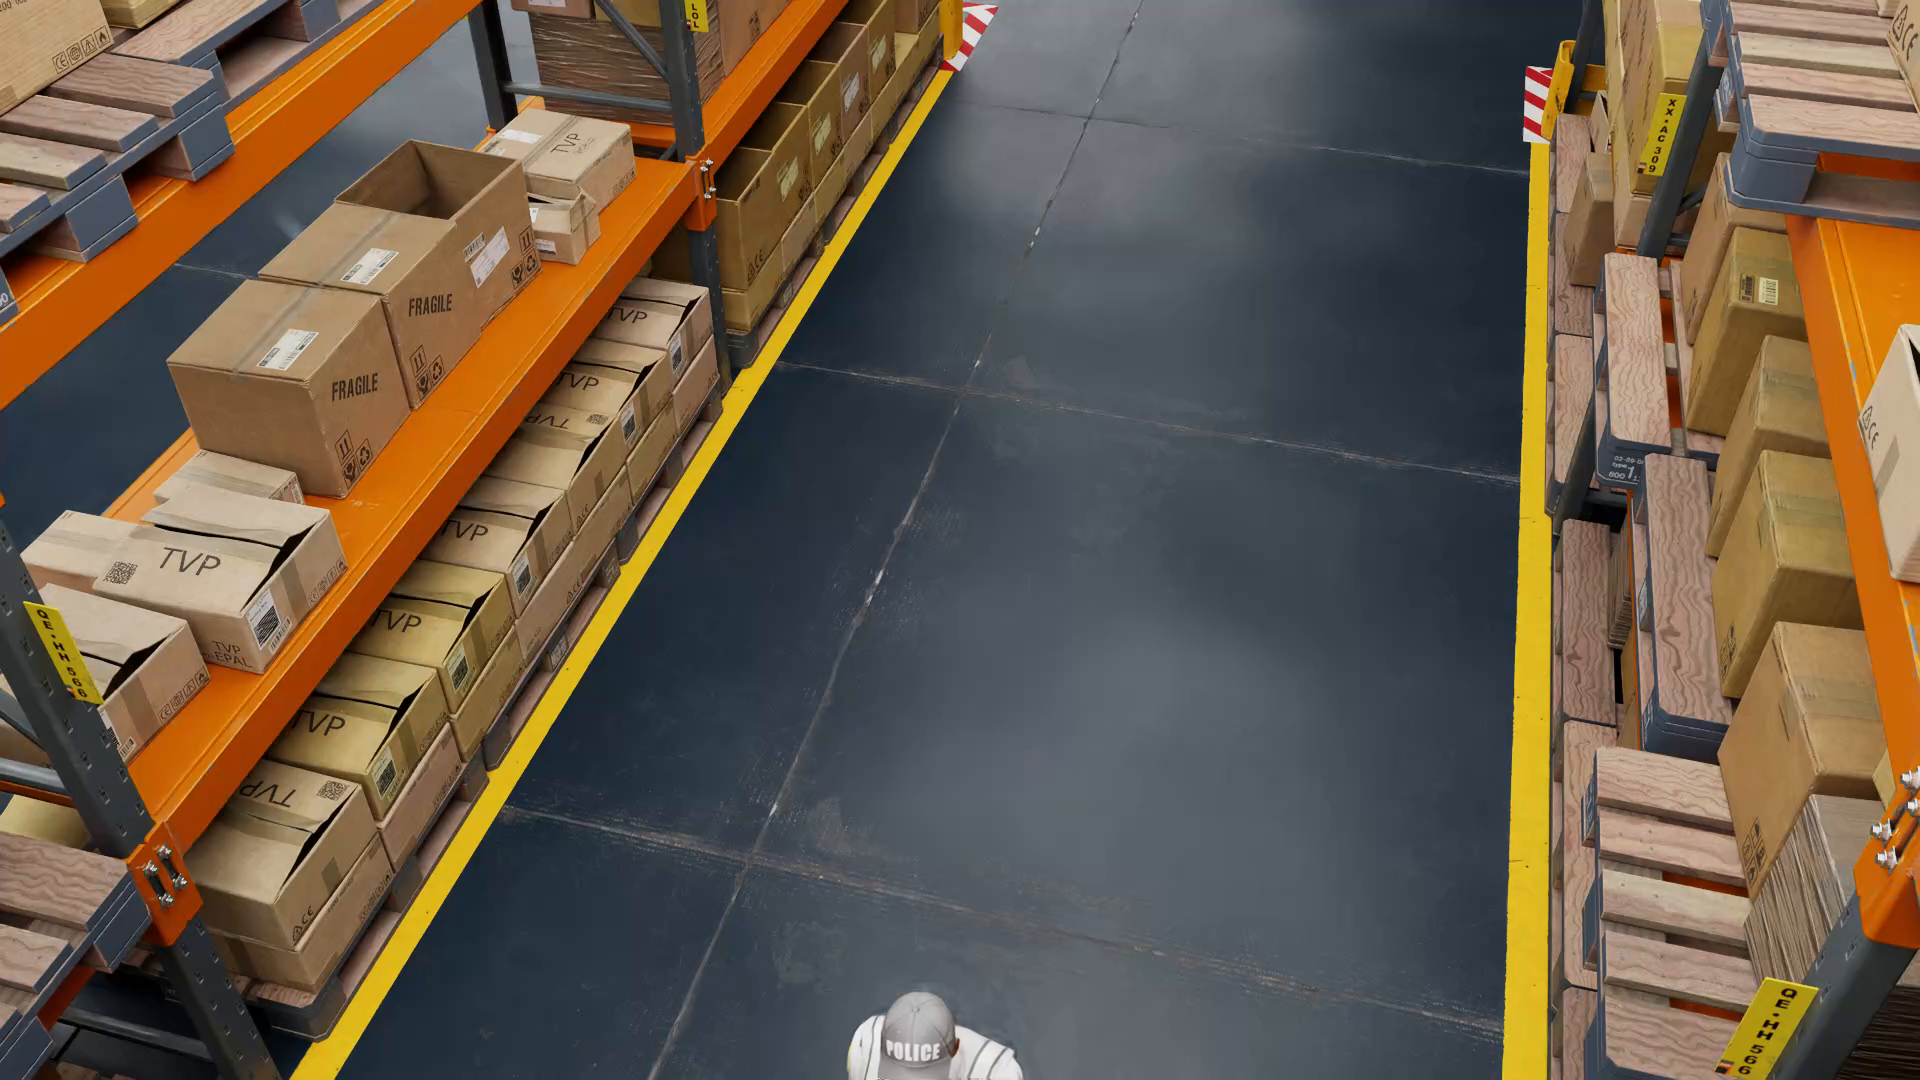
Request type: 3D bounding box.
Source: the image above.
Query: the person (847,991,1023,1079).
[{"bbox_3d":[-0.040,1.566,4.394,0.490,1.594,1.041,6,42,7],"label":"person"}]
